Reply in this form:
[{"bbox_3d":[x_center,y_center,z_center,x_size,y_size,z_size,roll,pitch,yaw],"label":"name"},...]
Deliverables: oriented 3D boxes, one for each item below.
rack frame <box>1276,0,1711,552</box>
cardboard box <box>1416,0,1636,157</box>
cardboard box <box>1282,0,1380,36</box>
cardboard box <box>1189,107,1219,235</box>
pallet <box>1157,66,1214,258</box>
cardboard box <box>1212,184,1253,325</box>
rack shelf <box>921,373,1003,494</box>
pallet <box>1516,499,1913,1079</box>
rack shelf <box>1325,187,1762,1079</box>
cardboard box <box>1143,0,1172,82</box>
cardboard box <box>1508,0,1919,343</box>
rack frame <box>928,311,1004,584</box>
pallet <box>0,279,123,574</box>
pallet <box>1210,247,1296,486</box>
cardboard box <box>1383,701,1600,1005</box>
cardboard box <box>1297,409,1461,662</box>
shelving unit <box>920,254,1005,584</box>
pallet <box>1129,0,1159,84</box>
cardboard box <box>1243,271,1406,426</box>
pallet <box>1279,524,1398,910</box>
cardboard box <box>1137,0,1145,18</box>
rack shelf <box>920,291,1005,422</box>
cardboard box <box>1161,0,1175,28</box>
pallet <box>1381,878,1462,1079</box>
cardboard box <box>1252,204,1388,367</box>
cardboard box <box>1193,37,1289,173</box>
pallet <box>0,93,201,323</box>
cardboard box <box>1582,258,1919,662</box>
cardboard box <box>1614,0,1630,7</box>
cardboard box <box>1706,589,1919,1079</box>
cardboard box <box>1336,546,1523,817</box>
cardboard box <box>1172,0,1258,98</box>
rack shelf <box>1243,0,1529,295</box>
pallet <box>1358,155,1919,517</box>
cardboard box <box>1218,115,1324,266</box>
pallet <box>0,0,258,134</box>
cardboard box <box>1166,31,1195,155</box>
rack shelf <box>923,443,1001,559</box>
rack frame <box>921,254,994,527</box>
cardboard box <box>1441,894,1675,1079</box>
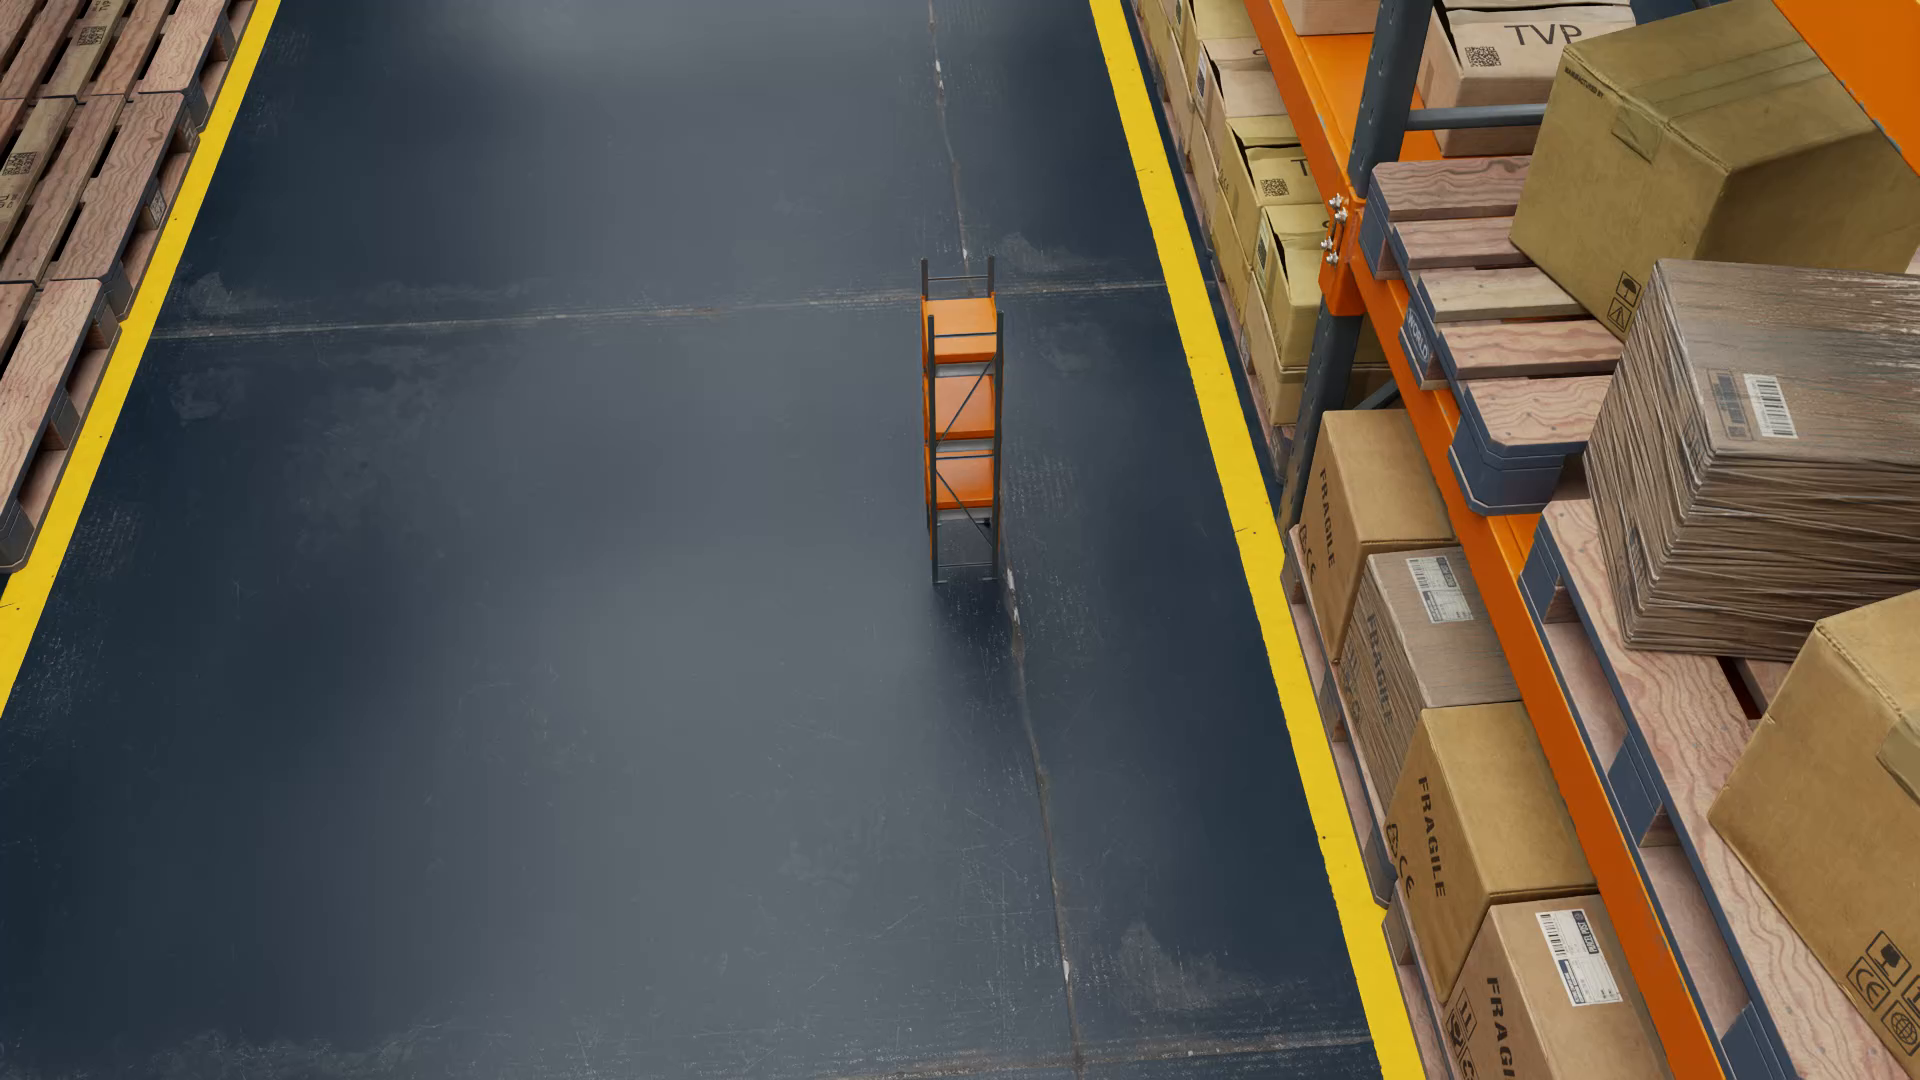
[{"bbox_3d":[1.511,-1.071,4.198,1.000,3.000,0.127,-3,47,-3],"label":"rack frame"},{"bbox_3d":[1.524,-1.306,4.482,0.500,0.311,0.500,-1,47,-1],"label":"cardboard box"},{"bbox_3d":[1.160,-1.618,4.890,0.380,0.149,0.250,-3,47,-3],"label":"cardboard box"},{"bbox_3d":[1.138,-1.372,6.088,0.500,0.250,0.500,-3,47,-2],"label":"cardboard box"},{"bbox_3d":[1.381,-1.591,6.611,1.003,0.211,1.213,-3,47,-3],"label":"pallet"},{"bbox_3d":[1.177,-1.008,5.743,0.500,0.250,0.500,-4,47,-4],"label":"cardboard box"},{"bbox_3d":[0.004,-0.315,4.840,0.215,0.259,0.240,-3,47,-3],"label":"rack shelf"},{"bbox_3d":[1.678,0.402,2.936,1.003,0.211,1.213,-3,47,-3],"label":"pallet"},{"bbox_3d":[1.678,0.624,3.089,1.077,0.370,4.000,-3,47,-3],"label":"rack shelf"},{"bbox_3d":[1.050,-2.112,6.789,0.500,0.250,0.500,-5,47,-5],"label":"cardboard box"},{"bbox_3d":[1.676,-0.801,3.584,0.700,0.500,0.500,-18,49,-16],"label":"cardboard box"},{"bbox_3d":[0.015,-0.234,4.749,0.200,1.050,0.008,-3,47,-3],"label":"rack frame"},{"bbox_3d":[-3.452,-0.376,5.461,1.003,0.211,1.213,-3,47,-3],"label":"pallet"},{"bbox_3d":[1.480,-0.710,5.777,1.003,0.211,1.213,-3,47,-3],"label":"pallet"},{"bbox_3d":[1.350,0.726,3.915,0.500,0.500,0.500,-4,47,-4],"label":"cardboard box"},{"bbox_3d":[1.264,-0.016,4.618,0.500,0.500,0.500,-2,47,-2],"label":"cardboard box"},{"bbox_3d":[0.004,-0.322,4.832,0.215,1.050,0.252,-3,47,-3],"label":"shelving unit"},{"bbox_3d":[1.276,-2.475,7.449,1.003,0.211,1.213,-3,47,-3],"label":"pallet"},{"bbox_3d":[1.223,-0.635,5.390,0.500,0.250,0.500,-2,47,-2],"label":"cardboard box"},{"bbox_3d":[1.535,0.431,4.697,1.003,0.211,1.213,-3,47,-3],"label":"pallet"},{"bbox_3d":[1.004,-2.487,7.144,0.500,0.250,0.500,-2,47,-2],"label":"cardboard box"},{"bbox_3d":[0.004,-0.510,4.634,0.215,0.259,0.240,-3,47,-3],"label":"rack shelf"},{"bbox_3d":[1.043,-2.305,6.586,0.500,0.311,0.500,-5,47,-5],"label":"cardboard box"},{"bbox_3d":[1.634,1.311,3.863,1.003,0.211,1.213,-3,47,-3],"label":"pallet"},{"bbox_3d":[1.221,-0.826,5.185,0.500,0.311,0.500,-2,47,-2],"label":"cardboard box"},{"bbox_3d":[1.132,-1.567,5.887,0.500,0.311,0.500,-4,47,-4],"label":"cardboard box"},{"bbox_3d":[-3.551,-1.257,6.295,1.003,0.211,1.213,-3,47,-3],"label":"pallet"},{"bbox_3d":[1.562,-0.127,2.947,0.700,0.500,0.500,4,47,4],"label":"cardboard box"},{"bbox_3d":[1.629,-1.699,4.854,0.500,0.311,0.500,-4,47,-4],"label":"cardboard box"},{"bbox_3d":[1.636,0.370,2.476,0.700,0.500,0.500,-14,48,-13],"label":"cardboard box"},{"bbox_3d":[1.313,0.363,4.259,0.500,0.500,0.500,-5,47,-5],"label":"cardboard box"},{"bbox_3d":[1.092,-1.930,6.230,0.500,0.311,0.500,-2,47,-2],"label":"cardboard box"},{"bbox_3d":[1.343,-2.270,5.830,1.077,0.370,4.000,-3,47,-3],"label":"rack shelf"},{"bbox_3d":[1.637,-0.519,3.807,1.213,0.211,1.003,-3,47,-3],"label":"pallet"},{"bbox_3d":[1.171,-1.202,5.541,0.500,0.311,0.500,-4,47,-4],"label":"cardboard box"},{"bbox_3d":[-3.656,-2.142,7.133,1.003,0.211,1.213,-3,47,-3],"label":"pallet"},{"bbox_3d":[1.092,-1.744,6.441,0.500,0.250,0.500,-3,47,-3],"label":"cardboard box"},{"bbox_3d":[0.004,-0.124,5.042,0.215,0.259,0.240,-3,47,-3],"label":"rack shelf"},{"bbox_3d":[-0.006,-0.411,4.916,0.200,1.050,0.008,-3,47,-3],"label":"rack frame"},{"bbox_3d":[1.399,1.103,3.558,0.500,0.500,0.500,-5,47,-5],"label":"cardboard box"}]
